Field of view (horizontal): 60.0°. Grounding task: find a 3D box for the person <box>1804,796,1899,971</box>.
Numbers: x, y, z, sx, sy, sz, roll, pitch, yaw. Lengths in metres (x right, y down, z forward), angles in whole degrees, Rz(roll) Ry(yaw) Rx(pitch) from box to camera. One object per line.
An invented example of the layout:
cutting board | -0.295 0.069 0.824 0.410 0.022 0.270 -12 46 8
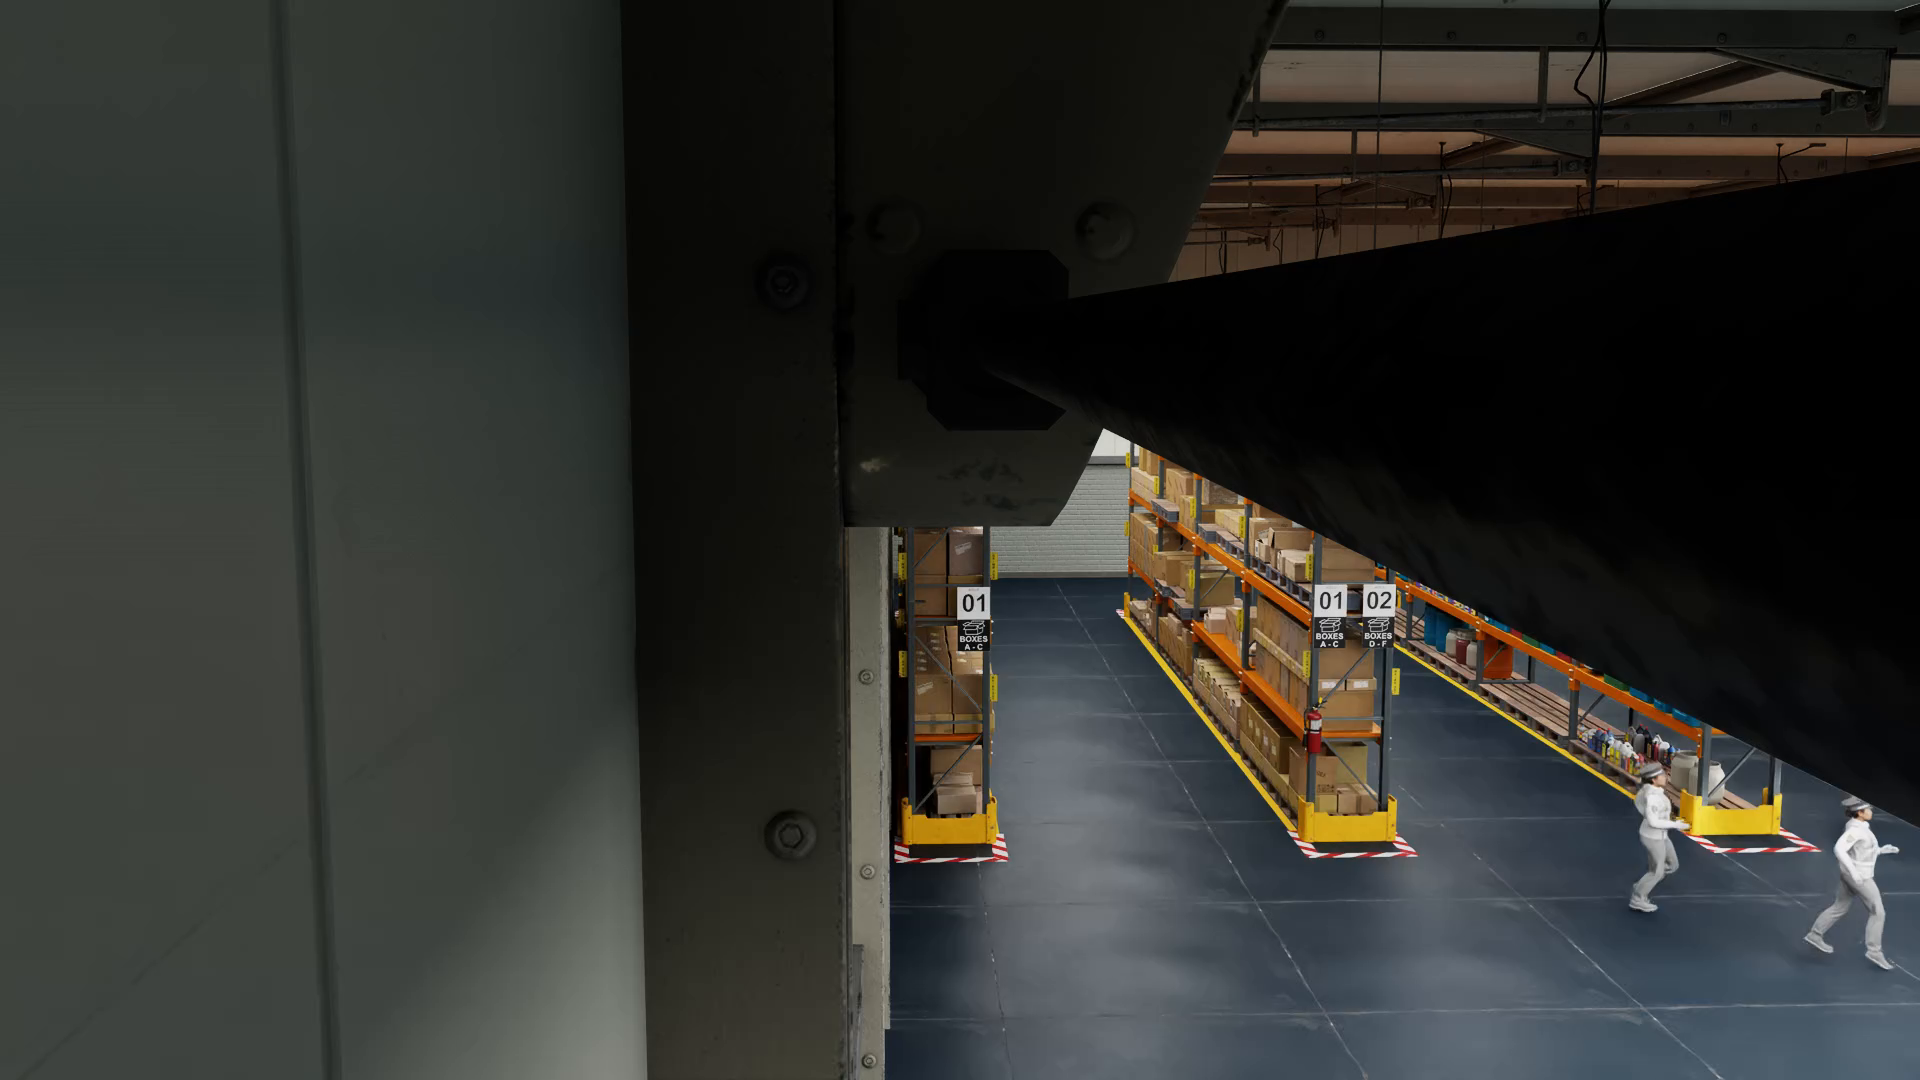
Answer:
person | 8.897 3.377 16.544 0.769 1.747 0.589 2 8 16

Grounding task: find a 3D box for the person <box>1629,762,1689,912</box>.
person | 7.568 3.206 17.971 0.562 1.651 0.601 3 8 23
